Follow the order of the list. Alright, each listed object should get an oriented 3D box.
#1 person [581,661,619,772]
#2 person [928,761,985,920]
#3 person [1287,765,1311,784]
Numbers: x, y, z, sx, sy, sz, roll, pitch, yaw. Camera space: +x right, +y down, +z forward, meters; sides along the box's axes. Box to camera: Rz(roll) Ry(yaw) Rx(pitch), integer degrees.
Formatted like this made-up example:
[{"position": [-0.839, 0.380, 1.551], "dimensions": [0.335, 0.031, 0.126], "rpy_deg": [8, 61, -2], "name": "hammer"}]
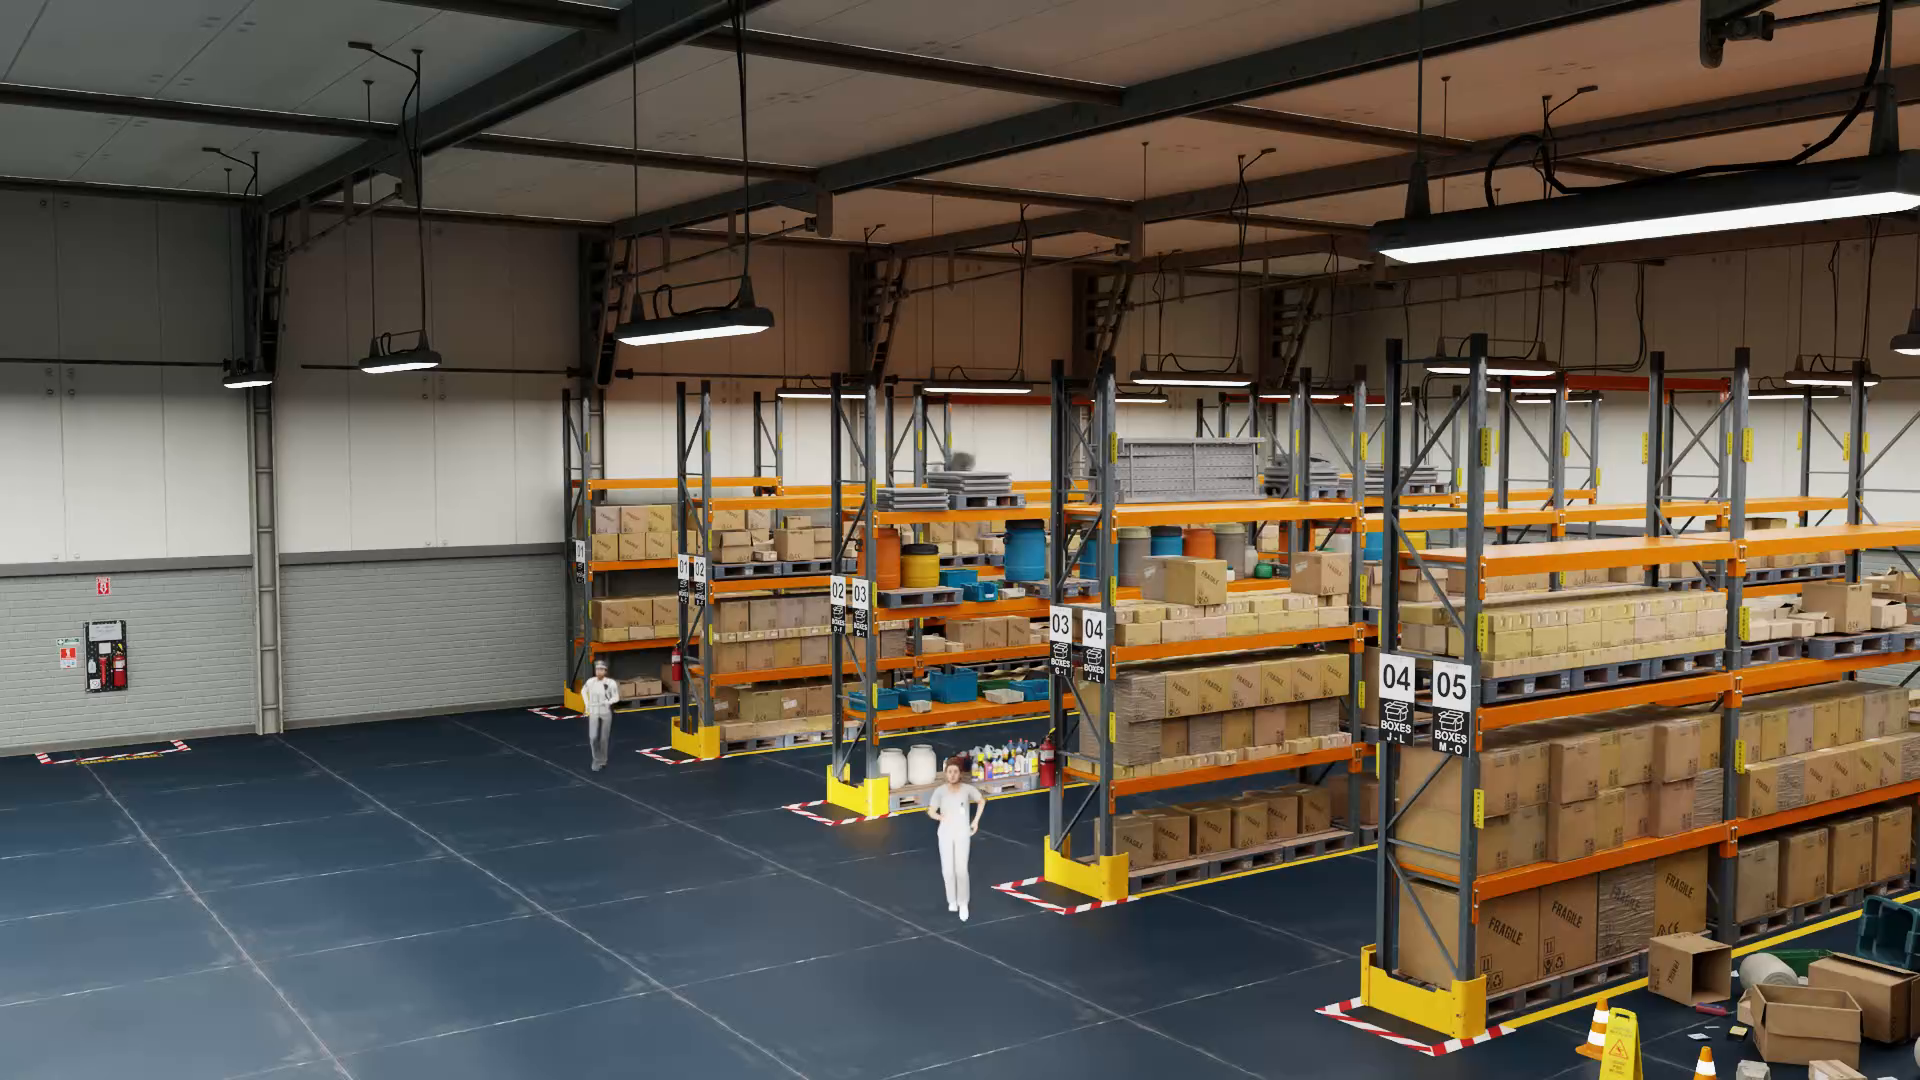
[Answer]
[{"position": [-5.529, 2.693, 25.516], "dimensions": [0.600, 1.720, 0.655], "rpy_deg": [0, 4, -4], "name": "person"}, {"position": [-0.052, 3.203, 17.754], "dimensions": [0.586, 1.696, 0.667], "rpy_deg": [0, 4, 7], "name": "person"}, {"position": [4.847, 2.835, 23.334], "dimensions": [0.659, 1.679, 0.586], "rpy_deg": [3, 5, 42], "name": "person"}]
